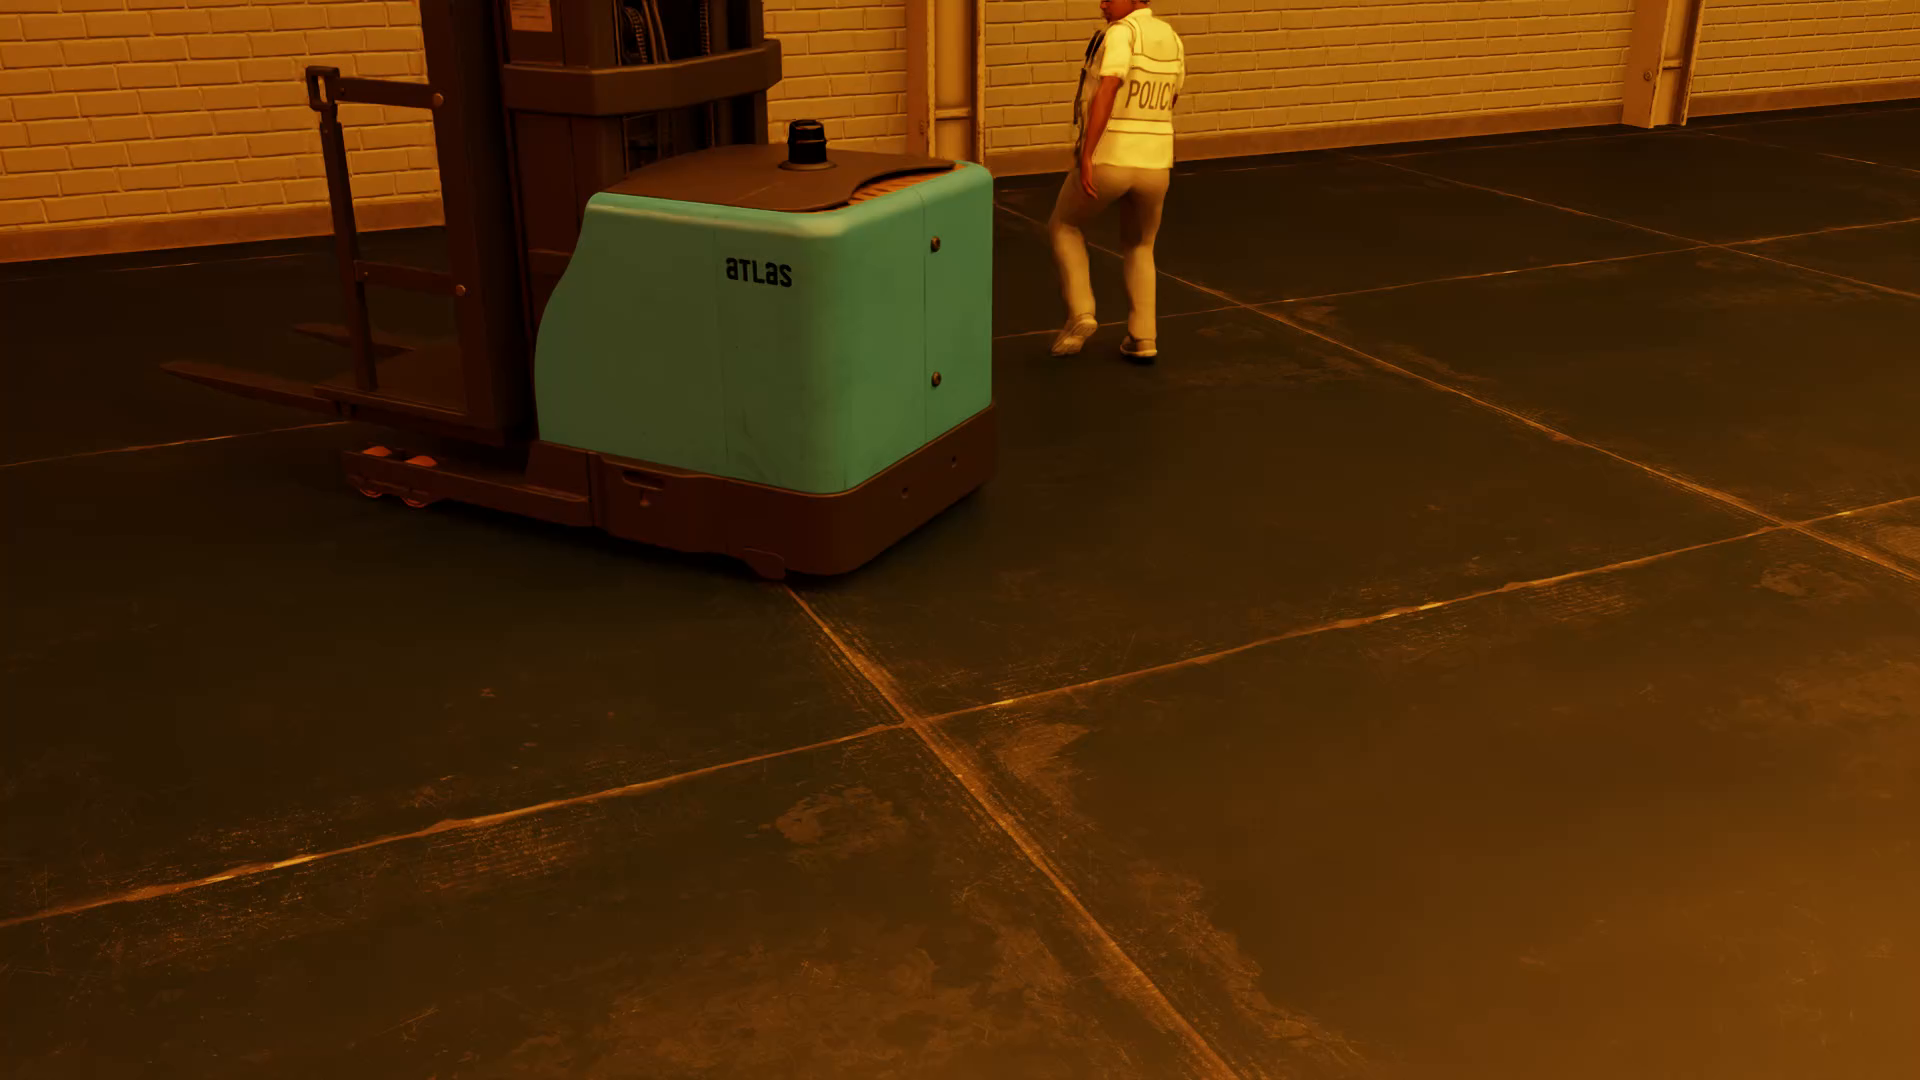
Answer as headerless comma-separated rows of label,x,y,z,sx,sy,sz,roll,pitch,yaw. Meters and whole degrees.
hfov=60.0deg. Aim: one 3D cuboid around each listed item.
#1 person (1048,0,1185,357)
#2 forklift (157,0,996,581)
person,0.628,-1.484,6.652,0.633,1.613,0.681,-10,24,-22
forklift,-1.430,-1.622,5.191,3.031,2.935,1.130,11,25,26
